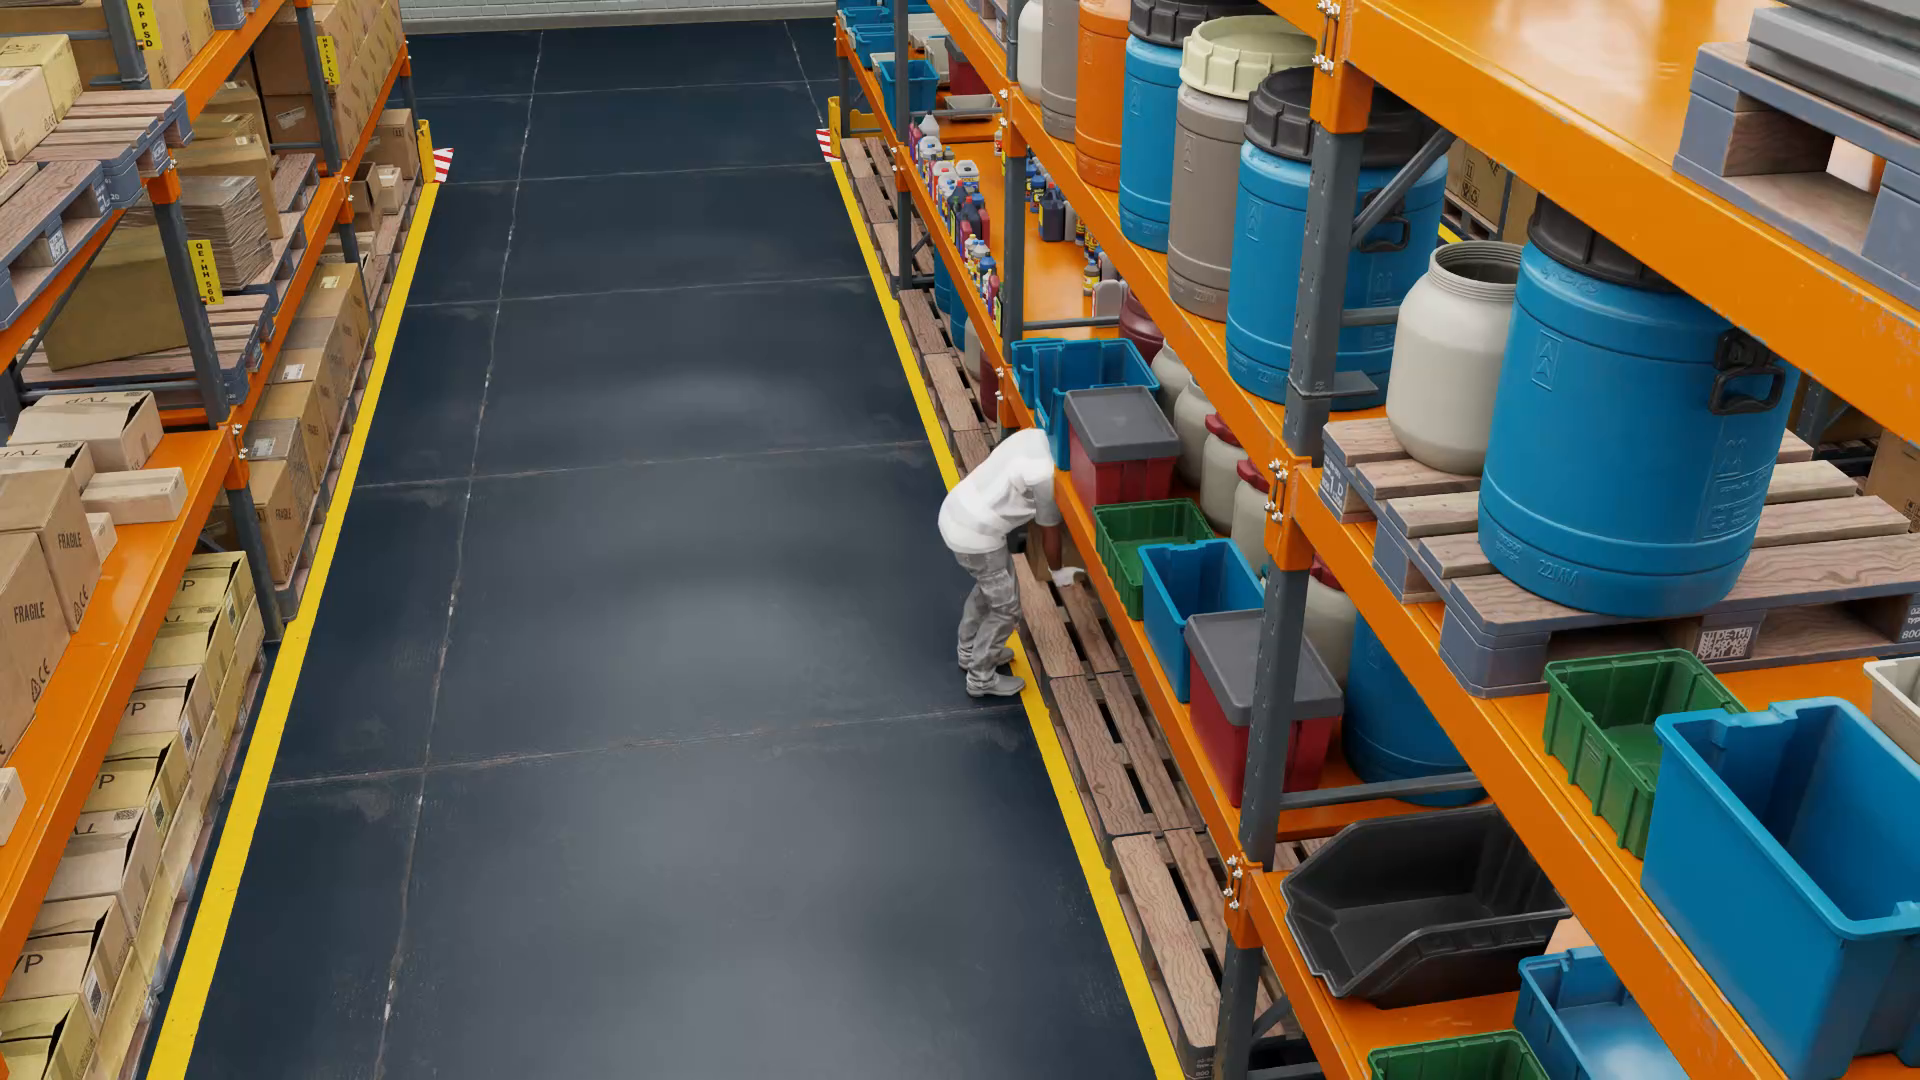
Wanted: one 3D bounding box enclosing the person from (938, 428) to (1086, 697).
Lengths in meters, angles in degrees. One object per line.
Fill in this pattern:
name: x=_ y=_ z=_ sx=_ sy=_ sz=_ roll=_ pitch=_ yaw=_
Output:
person: x=0.308 y=0.025 z=8.317 sx=0.822 sy=1.537 sz=0.492 roll=-6 pitch=31 yaw=-10
